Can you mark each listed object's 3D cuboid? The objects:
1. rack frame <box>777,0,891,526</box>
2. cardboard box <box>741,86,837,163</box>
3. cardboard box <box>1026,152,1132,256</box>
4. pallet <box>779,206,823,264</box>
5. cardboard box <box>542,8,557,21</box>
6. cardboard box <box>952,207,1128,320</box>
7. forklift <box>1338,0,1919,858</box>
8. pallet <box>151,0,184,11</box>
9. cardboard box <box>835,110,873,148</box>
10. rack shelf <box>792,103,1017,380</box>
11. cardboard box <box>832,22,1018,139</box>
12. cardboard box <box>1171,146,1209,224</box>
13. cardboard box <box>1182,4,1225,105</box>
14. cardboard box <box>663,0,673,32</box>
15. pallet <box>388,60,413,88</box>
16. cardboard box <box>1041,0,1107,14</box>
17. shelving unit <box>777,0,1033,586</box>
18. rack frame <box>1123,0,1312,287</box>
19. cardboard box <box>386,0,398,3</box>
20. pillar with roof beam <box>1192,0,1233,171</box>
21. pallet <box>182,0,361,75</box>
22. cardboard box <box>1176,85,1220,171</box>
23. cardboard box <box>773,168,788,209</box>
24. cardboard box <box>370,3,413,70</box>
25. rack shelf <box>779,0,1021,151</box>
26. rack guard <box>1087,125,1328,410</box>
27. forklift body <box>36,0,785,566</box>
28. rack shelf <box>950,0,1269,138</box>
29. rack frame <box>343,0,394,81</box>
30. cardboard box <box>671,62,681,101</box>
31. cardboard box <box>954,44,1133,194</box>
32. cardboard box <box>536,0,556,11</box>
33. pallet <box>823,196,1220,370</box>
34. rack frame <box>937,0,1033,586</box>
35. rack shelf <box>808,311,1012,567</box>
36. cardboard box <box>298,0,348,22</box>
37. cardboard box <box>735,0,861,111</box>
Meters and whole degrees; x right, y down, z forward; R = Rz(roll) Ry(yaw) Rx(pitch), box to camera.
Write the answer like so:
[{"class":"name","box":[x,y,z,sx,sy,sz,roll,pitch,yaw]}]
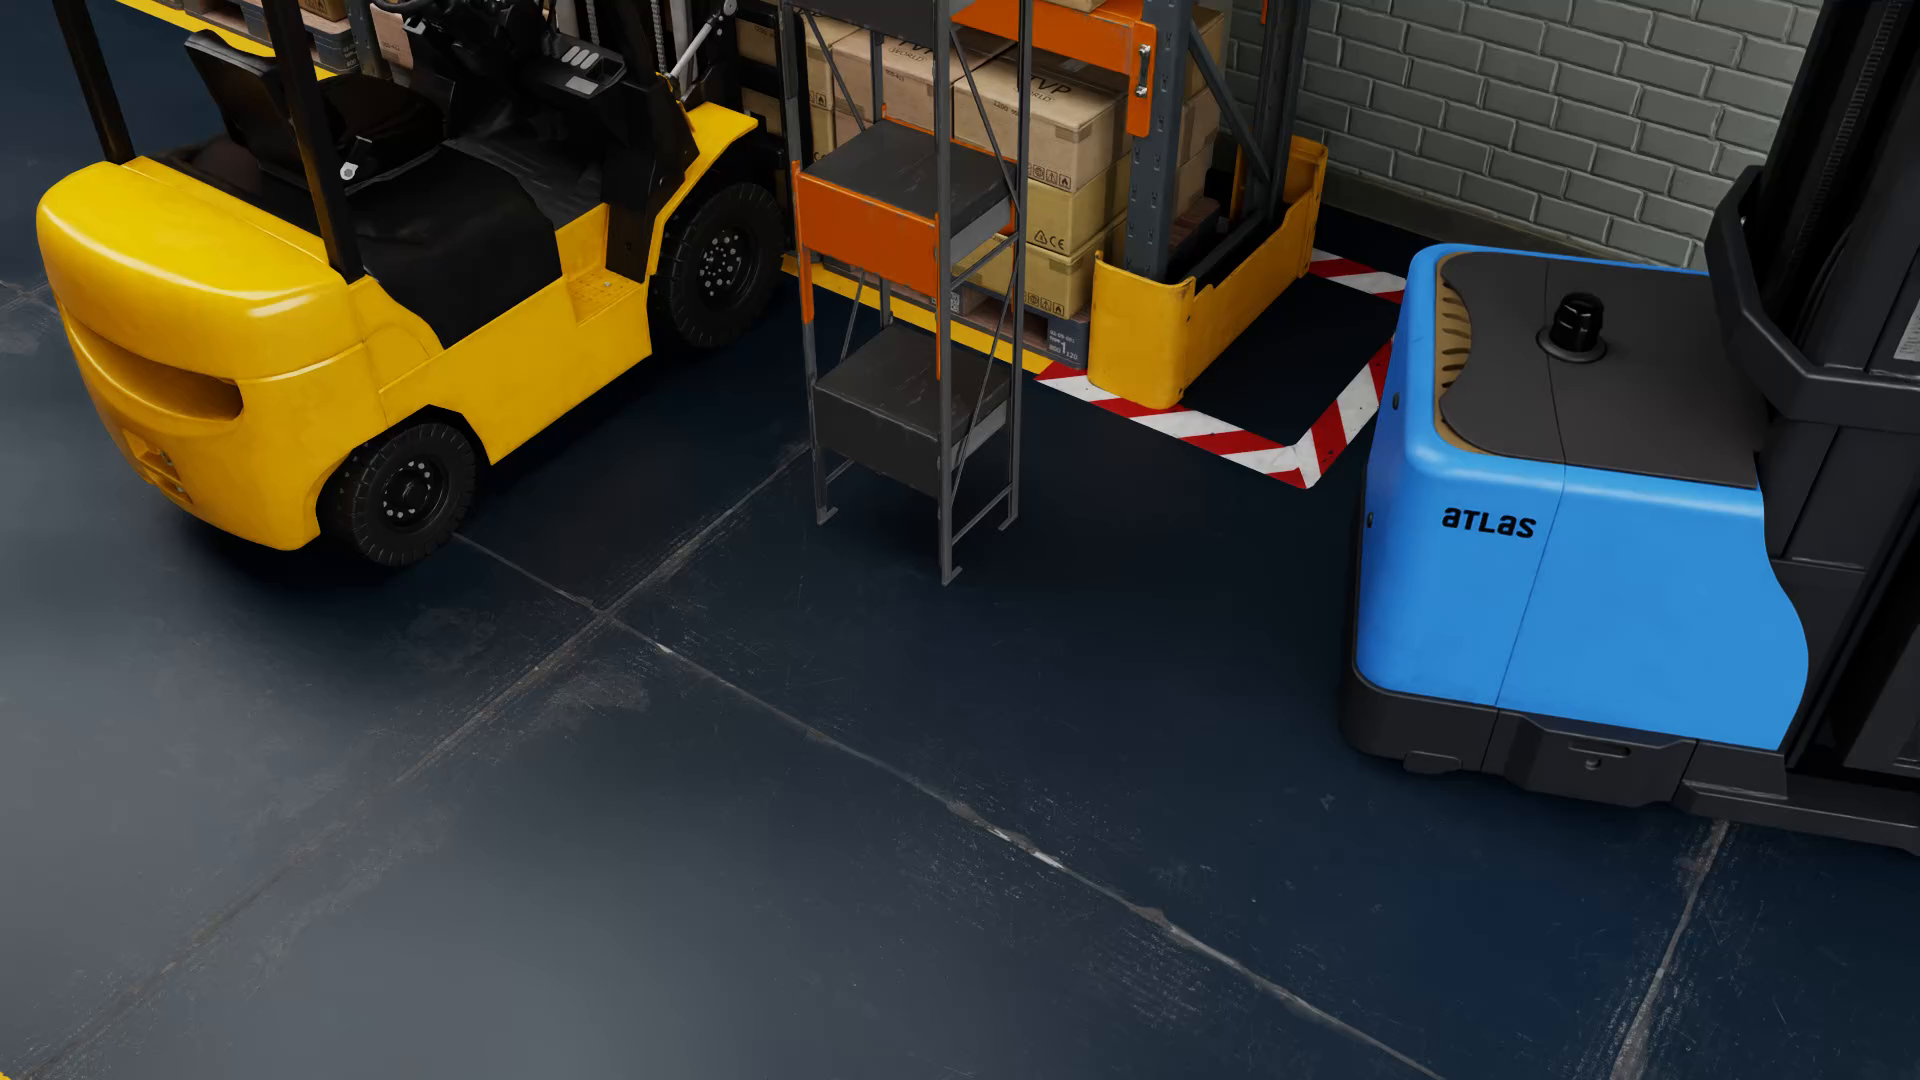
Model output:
[{"class":"rack frame","box":[-0.335,-0.939,4.725,0.015,2.100,0.400,25,48,25]},{"class":"cardboard box","box":[-0.536,-1.663,6.231,0.500,0.250,0.500,24,47,24]},{"class":"cardboard box","box":[0.303,-1.279,5.802,0.500,0.250,0.500,24,47,25]},{"class":"pallet","box":[-0.764,-1.643,6.928,1.213,0.211,1.003,25,48,25]},{"class":"cardboard box","box":[-1.356,-2.050,6.664,0.500,0.250,0.500,25,47,25]},{"class":"cardboard box","box":[0.315,-1.084,5.959,0.500,0.250,0.500,25,48,26]},{"class":"forklift","box":[2.611,-0.596,3.718,3.031,2.935,1.130,8,42,9]},{"class":"pallet","box":[-4.022,-3.165,8.629,1.213,0.211,1.003,25,48,25]},{"class":"cardboard box","box":[-0.101,-1.477,6.023,0.500,0.250,0.500,25,47,25]},{"class":"rack shelf","box":[-0.136,-0.836,4.630,0.480,0.518,0.431,25,48,25]},{"class":"cardboard box","box":[-0.096,-1.648,5.839,0.500,0.250,0.500,26,48,26]},{"class":"cardboard box","box":[0.591,-1.372,6.280,0.500,0.250,0.500,25,48,25]},{"class":"cardboard box","box":[0.596,-1.737,5.939,0.500,0.250,0.500,24,47,25]},{"class":"cardboard box","box":[-0.926,-2.034,6.270,0.500,0.250,0.500,24,47,25]},{"class":"pallet","box":[-1.767,-2.110,7.450,1.213,0.211,1.003,25,48,25]},{"class":"cardboard box","box":[0.328,-2.027,5.191,0.500,0.500,0.500,24,47,24]},{"class":"shelving unit","box":[-0.136,-0.846,4.621,0.503,2.100,0.431,25,48,25]},{"class":"rack frame","box":[0.881,-1.945,5.174,0.127,3.000,1.000,25,48,25]},{"class":"cardboard box","box":[-2.175,-2.441,7.101,0.500,0.250,0.500,25,47,25]},{"class":"pillar with roof beam","box":[-1.643,-2.589,1.395,0.400,9.000,9.100,25,48,25]},{"class":"pallet","box":[-3.019,-2.698,8.107,1.213,0.211,1.003,25,48,25]},{"class":"cardboard box","box":[0.616,-1.556,6.112,0.500,0.250,0.500,26,48,26]},{"class":"cardboard box","box":[-0.491,-1.476,6.397,0.500,0.250,0.500,26,48,26]},{"class":"cardboard box","box":[-2.188,-2.242,7.254,0.500,0.250,0.500,26,48,26]},{"class":"rack shelf","box":[-0.135,-1.357,4.163,0.480,0.518,0.431,25,48,25]},{"class":"rack guard","box":[0.901,-1.004,5.997,0.348,0.500,1.175,25,48,25]},{"class":"forklift body","box":[-1.719,-1.359,5.155,1.214,2.155,2.313,25,48,25]},{"class":"rack shelf","box":[-0.756,-2.443,6.270,4.000,0.370,1.077,25,48,25]},{"class":"rack frame","box":[-2.394,-3.476,6.886,0.127,3.000,1.000,25,48,25]},{"class":"cardboard box","box":[-0.944,-1.856,6.447,0.500,0.250,0.500,25,47,25]},{"class":"cardboard box","box":[0.325,-1.455,5.624,0.500,0.250,0.500,27,48,27]},{"class":"cardboard box","box":[-1.351,-2.239,6.500,0.500,0.250,0.500,27,48,27]},{"class":"pallet","box":[0.231,-1.176,6.406,1.213,0.211,1.003,25,48,25]},{"class":"rack frame","box":[0.064,-0.752,4.516,0.015,2.100,0.400,25,48,25]},{"class":"rack shelf","box":[-0.136,-0.314,5.097,0.480,0.518,0.431,25,48,25]},{"class":"cardboard box","box":[-2.827,-2.942,7.754,0.625,0.625,0.875,27,48,27]},{"class":"cardboard box","box":[-0.515,-1.835,6.049,0.500,0.250,0.500,26,48,26]}]
